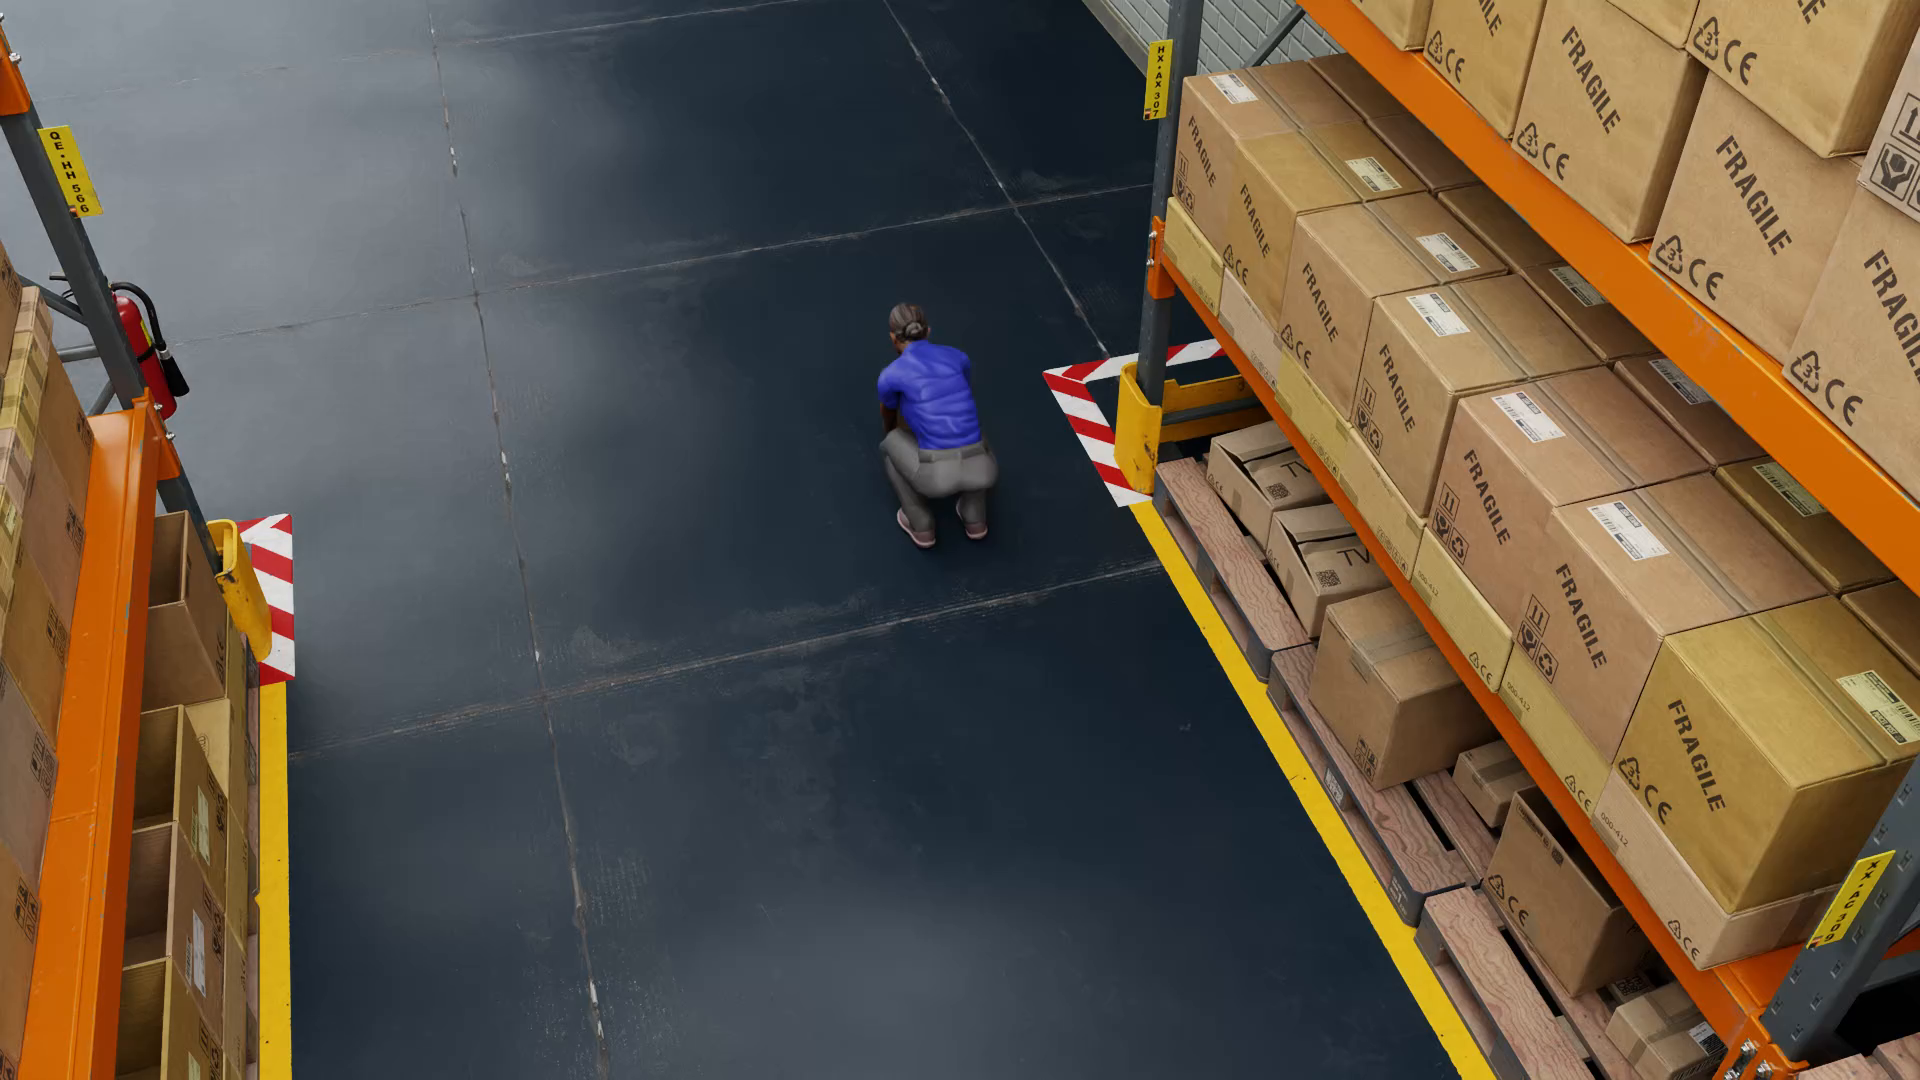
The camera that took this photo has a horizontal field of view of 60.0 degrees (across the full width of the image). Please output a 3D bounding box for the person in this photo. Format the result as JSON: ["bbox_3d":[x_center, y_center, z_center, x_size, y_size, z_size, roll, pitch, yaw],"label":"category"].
[{"bbox_3d":[-0.114,-0.508,7.257,0.460,0.949,0.837,-11,44,-12],"label":"person"}]
